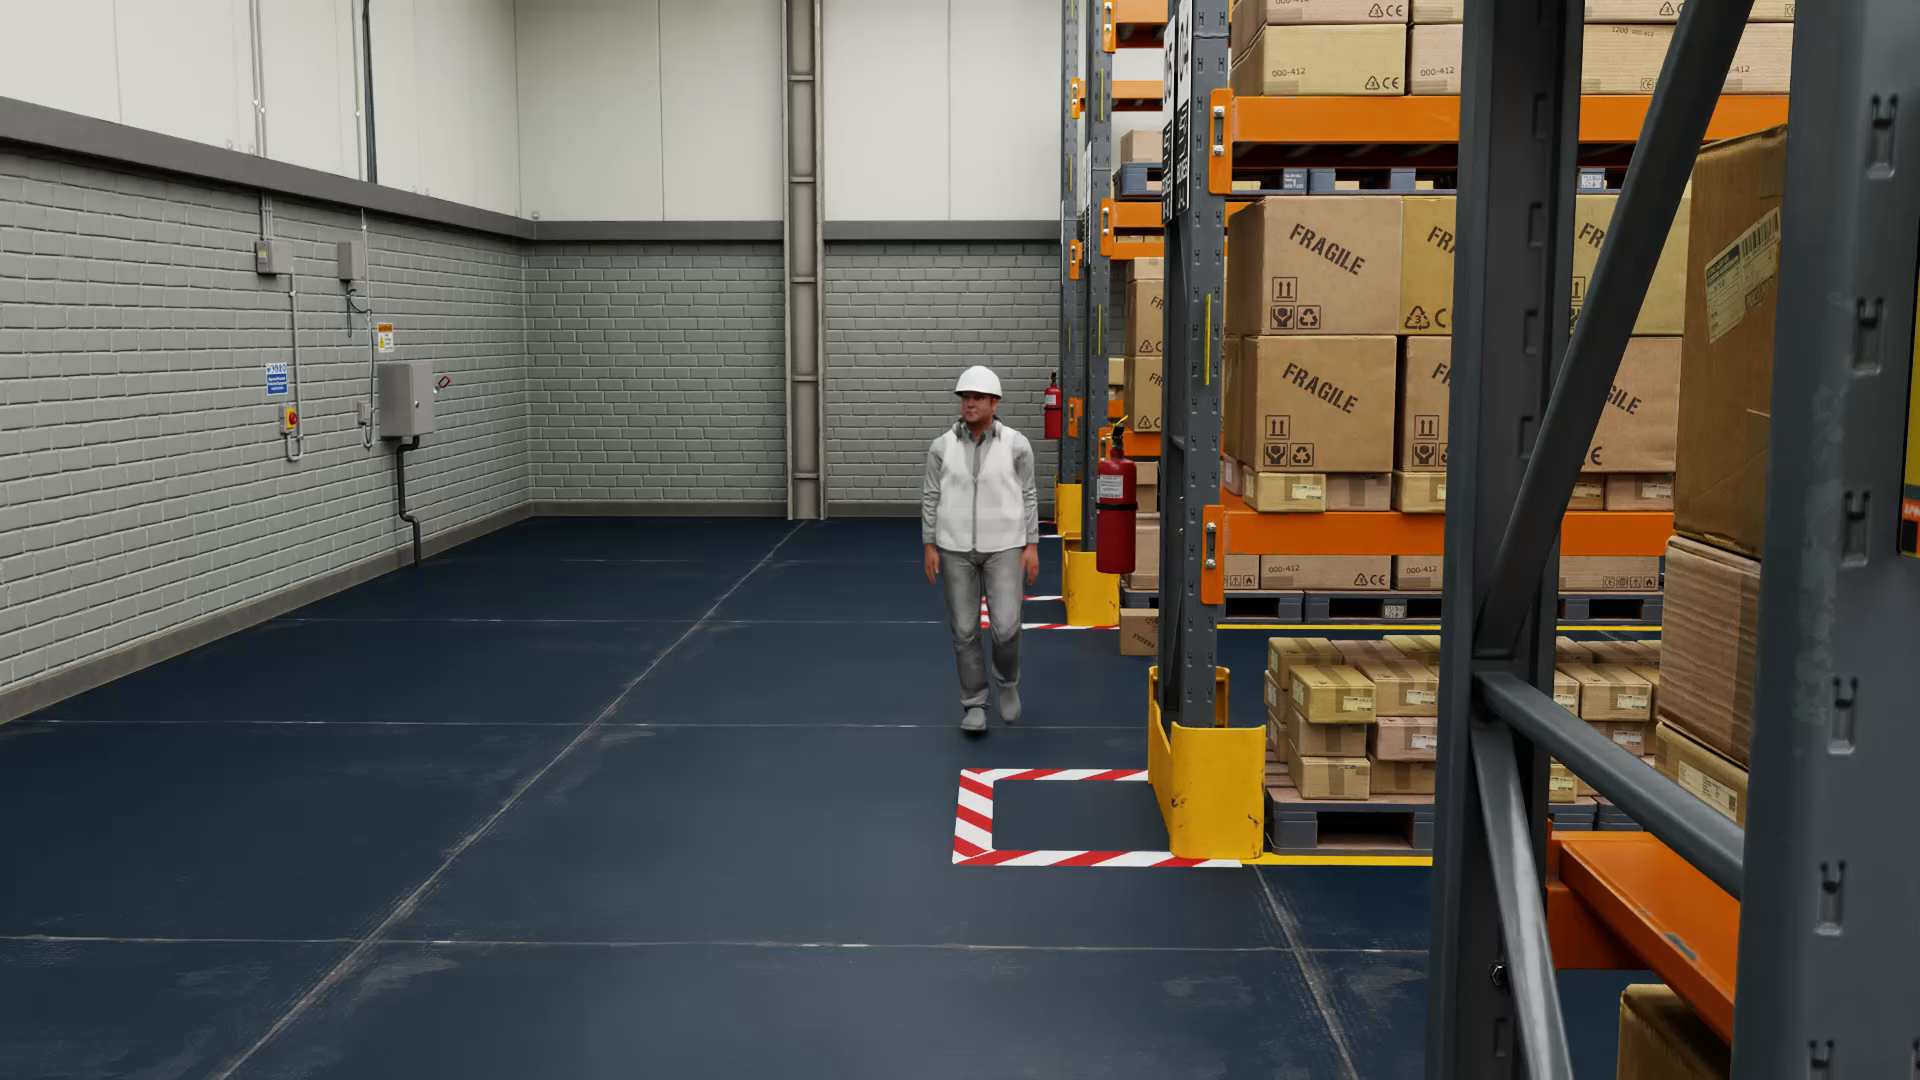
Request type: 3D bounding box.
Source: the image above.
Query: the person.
[{"bbox_3d":[0.084,0.047,8.053,0.573,1.768,0.462,1,7,11],"label":"person"}]
